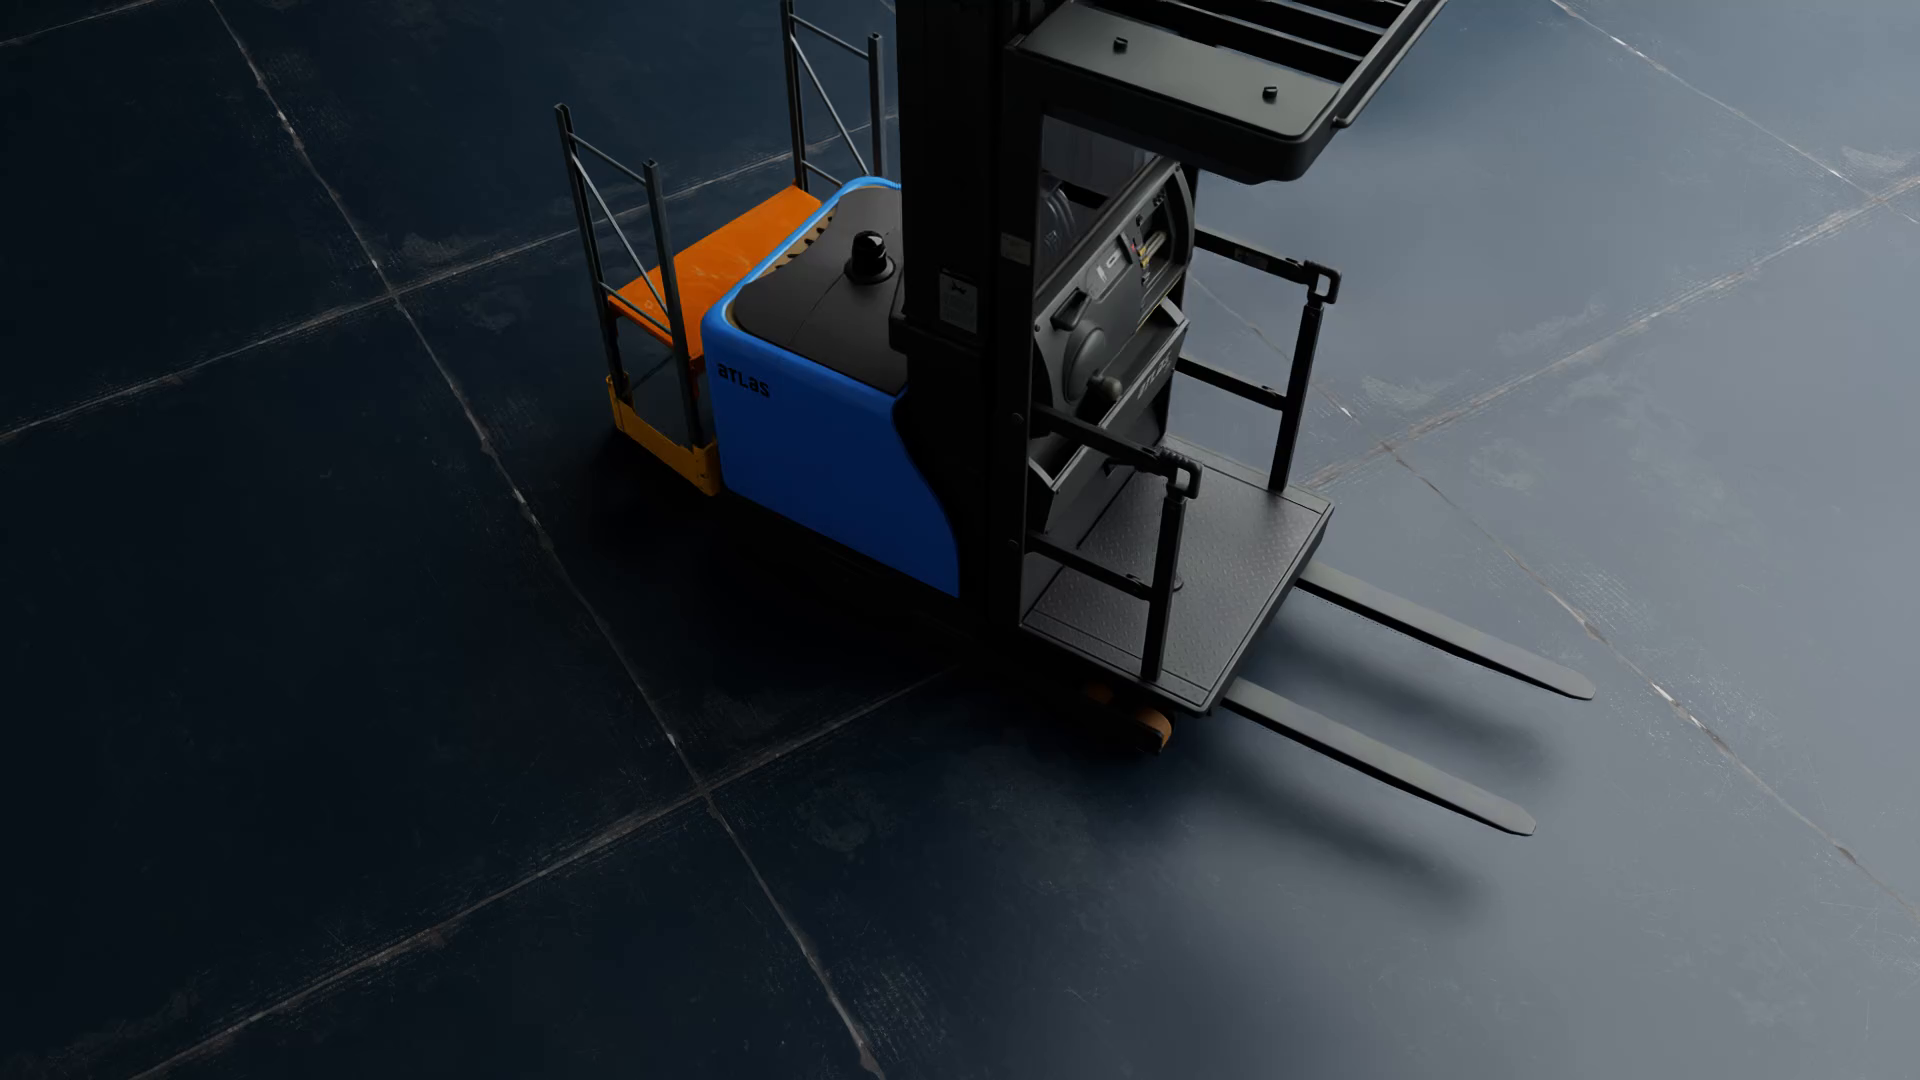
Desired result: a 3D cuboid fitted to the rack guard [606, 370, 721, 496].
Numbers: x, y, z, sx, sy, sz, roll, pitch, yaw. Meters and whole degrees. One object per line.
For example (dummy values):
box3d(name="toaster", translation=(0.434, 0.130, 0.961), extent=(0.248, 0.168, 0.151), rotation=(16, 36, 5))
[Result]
box3d(name="rack guard", translation=(-1.144, -0.418, 6.455), extent=(0.587, 0.250, 0.087), rotation=(35, 57, 27))

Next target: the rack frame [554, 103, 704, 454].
box3d(name="rack frame", translation=(-1.157, -0.823, 5.979), extent=(0.500, 1.500, 0.032), rotation=(35, 57, 27))

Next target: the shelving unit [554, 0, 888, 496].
box3d(name="shelving unit", translation=(-0.805, -1.106, 6.231), extent=(0.587, 1.500, 1.083), rotation=(35, 57, 27))

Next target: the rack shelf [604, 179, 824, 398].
box3d(name="rack shelf", translation=(-0.811, -0.981, 6.361), extent=(0.538, 0.185, 1.000), rotation=(35, 57, 27))

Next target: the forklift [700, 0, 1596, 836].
box3d(name="forklift", translation=(0.648, -0.715, 4.924), extent=(3.031, 2.935, 1.130), rotation=(25, 53, 20))

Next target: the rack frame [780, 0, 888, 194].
box3d(name="rack frame", translation=(-0.465, -1.379, 6.474), extent=(0.500, 1.500, 0.032), rotation=(35, 57, 27))
